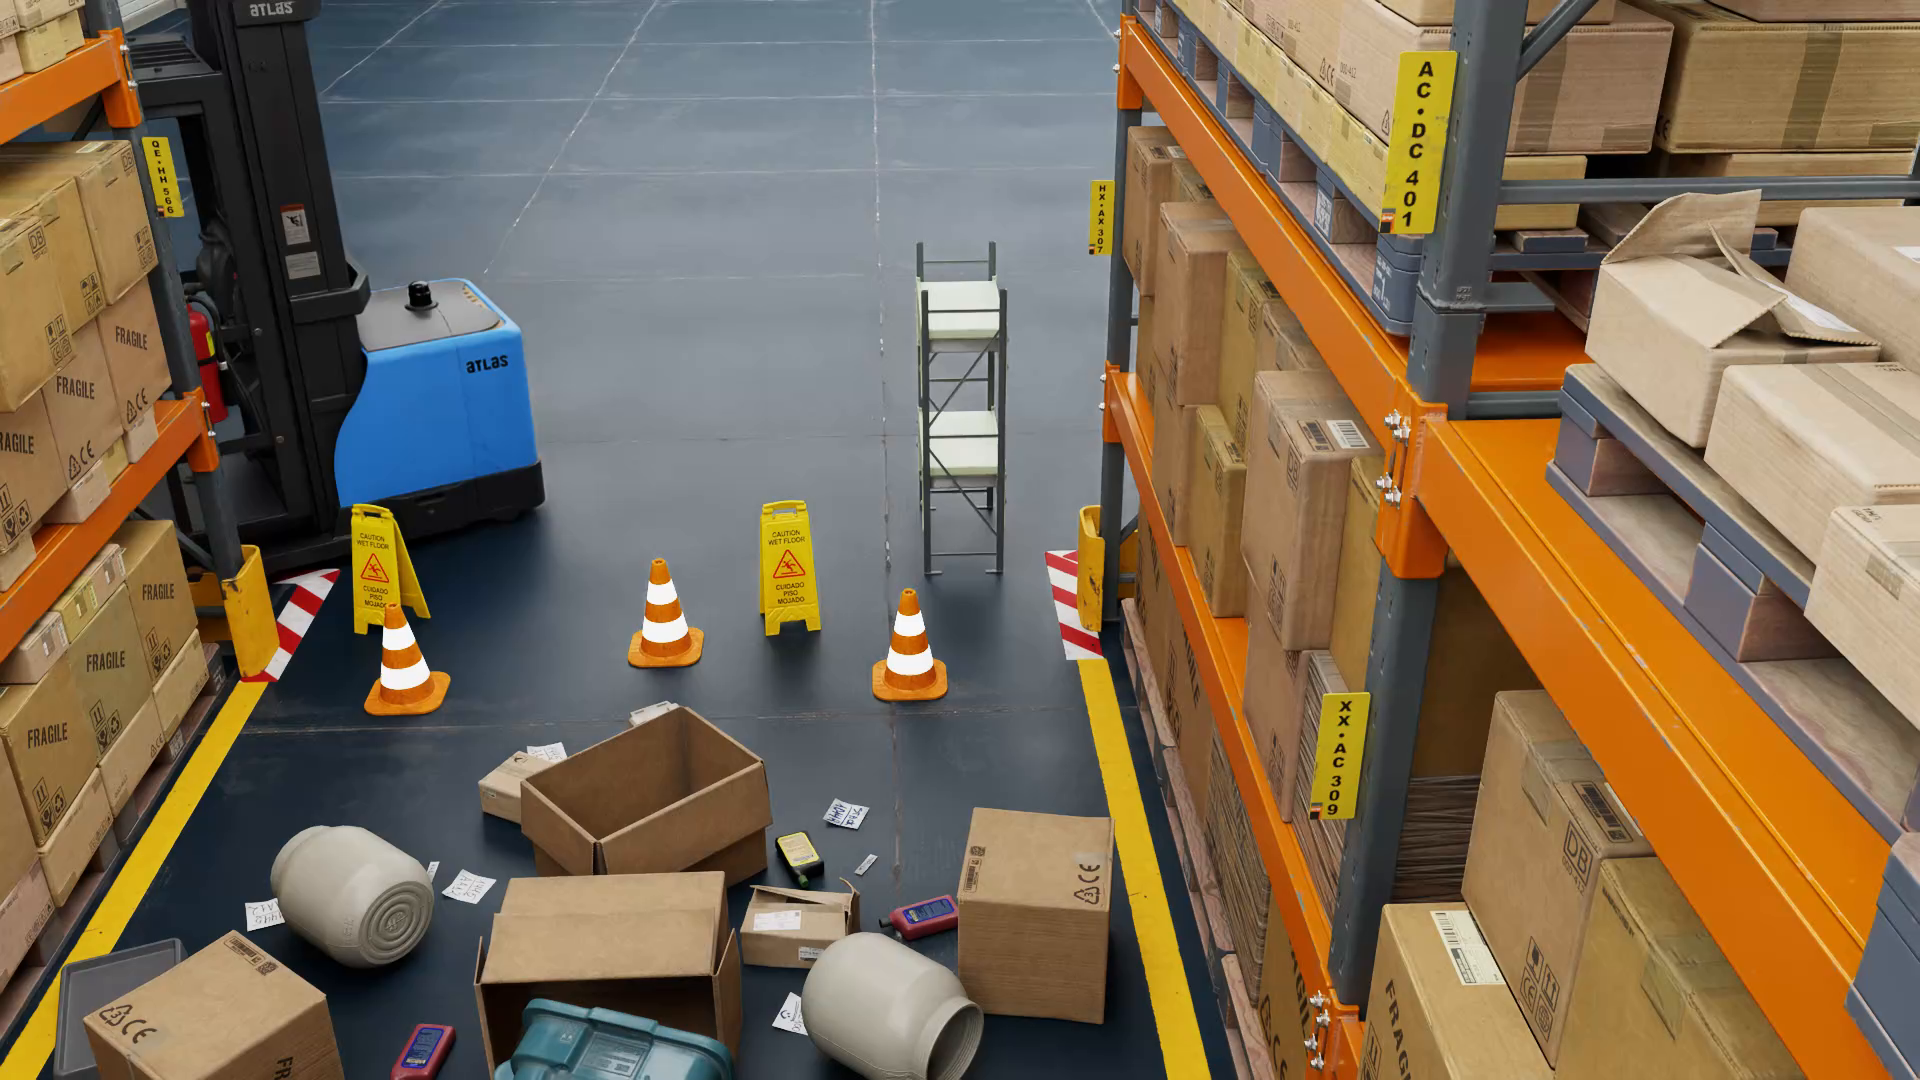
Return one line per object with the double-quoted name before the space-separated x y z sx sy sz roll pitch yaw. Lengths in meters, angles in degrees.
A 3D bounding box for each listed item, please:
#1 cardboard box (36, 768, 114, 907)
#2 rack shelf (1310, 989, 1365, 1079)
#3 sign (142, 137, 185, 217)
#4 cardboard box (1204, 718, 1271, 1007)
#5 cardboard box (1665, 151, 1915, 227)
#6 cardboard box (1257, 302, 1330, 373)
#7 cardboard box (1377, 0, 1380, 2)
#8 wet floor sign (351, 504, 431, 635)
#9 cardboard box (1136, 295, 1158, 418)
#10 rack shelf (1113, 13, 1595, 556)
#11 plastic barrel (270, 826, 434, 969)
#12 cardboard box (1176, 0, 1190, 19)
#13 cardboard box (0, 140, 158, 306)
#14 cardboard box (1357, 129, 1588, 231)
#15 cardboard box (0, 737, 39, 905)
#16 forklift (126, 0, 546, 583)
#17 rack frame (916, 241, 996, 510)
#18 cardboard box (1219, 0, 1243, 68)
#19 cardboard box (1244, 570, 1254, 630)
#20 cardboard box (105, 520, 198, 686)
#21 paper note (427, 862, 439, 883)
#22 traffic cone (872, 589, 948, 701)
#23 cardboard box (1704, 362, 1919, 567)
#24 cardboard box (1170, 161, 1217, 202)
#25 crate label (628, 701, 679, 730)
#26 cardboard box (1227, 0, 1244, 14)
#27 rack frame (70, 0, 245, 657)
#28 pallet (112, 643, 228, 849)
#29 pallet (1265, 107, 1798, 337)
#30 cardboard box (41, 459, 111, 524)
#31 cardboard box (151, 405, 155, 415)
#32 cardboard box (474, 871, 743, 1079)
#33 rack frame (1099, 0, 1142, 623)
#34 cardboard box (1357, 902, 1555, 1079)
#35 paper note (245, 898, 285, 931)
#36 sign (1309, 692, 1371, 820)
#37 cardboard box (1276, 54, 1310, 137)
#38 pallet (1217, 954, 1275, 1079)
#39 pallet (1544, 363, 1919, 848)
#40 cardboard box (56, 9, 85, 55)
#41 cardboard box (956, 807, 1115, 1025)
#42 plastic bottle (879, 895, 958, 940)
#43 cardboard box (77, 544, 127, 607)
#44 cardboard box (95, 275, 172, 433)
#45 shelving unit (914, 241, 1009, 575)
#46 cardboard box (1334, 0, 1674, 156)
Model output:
"cardboard box" -3.413 1.073 5.968 0.500 0.250 0.500 -2 28 -4
"rack shelf" 1.476 2.116 2.227 1.077 0.370 4.000 -1 28 -3
"sign" -3.220 -1.465 6.722 0.100 0.325 0.005 -1 28 -3
"cardboard box" 1.358 0.921 5.584 0.875 0.875 0.875 -1 28 -2
"cardboard box" 1.692 -0.752 3.414 0.380 0.149 0.250 -2 28 -3
"cardboard box" 1.351 -0.347 4.841 0.875 0.550 0.550 -1 28 -3
"cardboard box" 1.021 -1.207 3.424 0.380 0.149 0.250 -2 28 -3
"wet floor sign" -2.717 0.123 7.817 0.267 0.644 0.232 8 29 15
"cardboard box" 1.227 -0.870 7.012 0.875 0.550 0.550 -1 28 -3
"rack shelf" 1.267 -1.061 5.075 1.077 0.370 4.000 -1 28 -3
"plastic barrel" -2.156 1.252 5.891 0.512 0.421 0.421 19 33 32
"cardboard box" 0.913 -1.790 5.405 0.380 0.149 0.250 -1 28 -2
"cardboard box" -3.531 -1.196 6.289 0.700 0.500 0.500 -2 28 -4
"cardboard box" 1.033 -0.736 3.383 0.380 0.149 0.250 -1 28 -3
"cardboard box" -3.393 0.975 5.346 0.500 0.500 0.500 0 28 0
"forklift" -3.774 -1.278 8.030 3.031 2.935 1.130 -16 31 -27
"rack frame" -0.019 -0.837 8.733 0.400 1.500 0.023 -1 28 -3
"cardboard box" 0.953 -1.441 4.735 0.380 0.149 0.250 -1 28 -3
"cardboard box" 1.378 0.131 5.092 0.875 0.550 0.550 -1 28 -3
"cardboard box" -3.473 0.257 6.723 0.500 0.500 0.500 -1 28 -2
"paper note" -2.009 1.263 6.318 0.032 0.001 0.123 -1 28 -3
"traffic cone" -0.228 0.431 7.424 0.336 0.463 0.334 -1 28 -3
"cardboard box" 1.178 -0.091 2.146 0.250 0.149 0.380 -1 28 -3
"cardboard box" 1.264 -1.095 6.276 0.875 0.550 0.550 -1 28 -3
"crate label" -1.271 0.807 7.055 0.250 0.136 0.298 -17 32 -29
"cardboard box" 1.011 -1.671 4.745 0.500 0.250 0.500 -2 28 -3
"rack frame" -3.775 -0.807 7.054 1.000 3.000 0.127 -1 28 -3
"pallet" -3.764 0.840 6.911 1.003 0.211 1.213 -1 28 -3
"pallet" 1.339 -0.795 3.883 1.003 0.211 1.213 -1 28 -3
"cardboard box" -3.383 -0.177 6.118 0.380 0.149 0.250 -1 28 -2
"cardboard box" -3.542 -0.529 6.791 0.380 0.149 0.250 0 28 -1
"cardboard box" -1.098 1.421 5.335 0.797 0.637 0.503 -1 28 -3
"rack frame" 1.163 -0.974 7.373 1.000 3.000 0.127 -1 28 -3
"cardboard box" 1.130 1.079 3.330 0.500 0.500 0.500 -1 28 -2
"paper note" -2.543 1.364 6.102 0.142 0.019 0.148 -11 30 -20
"sign" 0.817 0.469 3.586 0.100 0.325 0.005 -1 28 -3
"cardboard box" 0.991 -1.090 4.062 0.380 0.149 0.250 -1 28 -2
"pallet" 1.410 1.757 5.153 1.003 0.211 1.213 -1 28 -3
"pallet" 1.469 0.051 2.372 0.805 0.209 1.217 -2 28 -5
"cardboard box" -3.478 -1.868 6.116 0.380 0.149 0.250 -1 28 -2
"cardboard box" 0.266 1.289 5.736 0.500 0.500 0.500 3 28 6
"plastic bottle" -0.144 1.379 6.039 0.283 0.061 0.133 -11 30 -20
"cardboard box" -3.387 0.137 6.251 0.380 0.149 0.250 -1 28 -1
"cardboard box" -3.472 -0.740 6.495 0.500 0.500 0.500 -2 28 -4
"shelving unit" 0.000 -0.668 8.409 0.431 1.500 0.755 -1 28 -3
"cardboard box" 1.089 -0.973 3.407 0.500 0.250 0.500 -2 28 -3
